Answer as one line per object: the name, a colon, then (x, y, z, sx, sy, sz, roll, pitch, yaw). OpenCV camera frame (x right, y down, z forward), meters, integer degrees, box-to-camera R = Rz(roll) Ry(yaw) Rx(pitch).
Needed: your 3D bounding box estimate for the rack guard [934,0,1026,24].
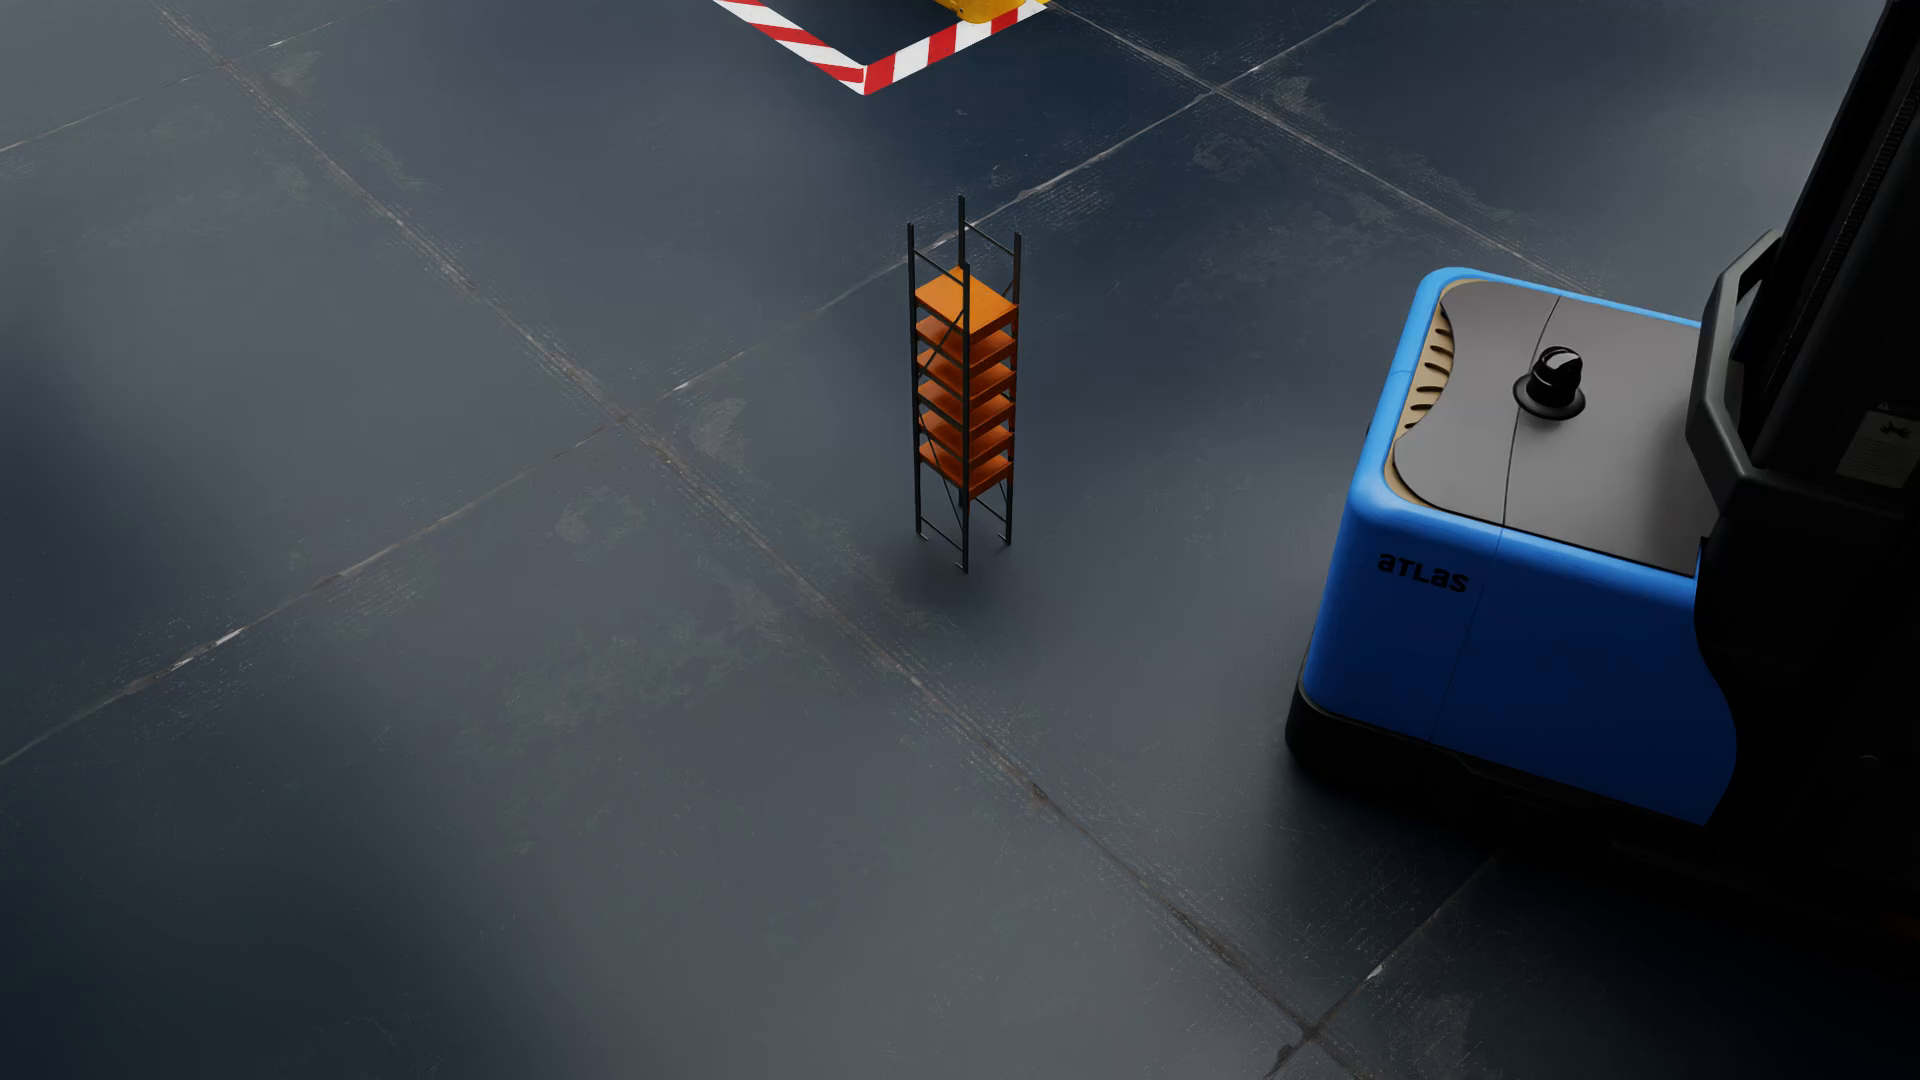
rack guard: (-0.194, -2.835, 7.526, 0.348, 0.500, 1.175, -34, 56, -27)

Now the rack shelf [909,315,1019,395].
rack shelf: (0.011, -0.547, 4.672, 0.180, 0.103, 0.258, -34, 56, -27)

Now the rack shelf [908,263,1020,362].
rack shelf: (0.011, -0.628, 4.584, 0.180, 0.103, 0.258, -34, 56, -27)

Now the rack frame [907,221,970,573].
rack frame: (-0.057, -0.369, 4.774, 0.006, 1.200, 0.240, -34, 56, -27)

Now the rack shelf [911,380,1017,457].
rack shelf: (0.011, -0.384, 4.848, 0.180, 0.103, 0.258, -34, 56, -27)

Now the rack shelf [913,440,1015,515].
rack shelf: (0.011, -0.221, 5.025, 0.180, 0.103, 0.258, -34, 56, -27)

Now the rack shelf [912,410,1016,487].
rack shelf: (0.011, -0.303, 4.936, 0.180, 0.103, 0.258, -34, 56, -27)

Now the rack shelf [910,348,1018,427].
rack shelf: (0.011, -0.465, 4.760, 0.180, 0.103, 0.258, -34, 56, -27)

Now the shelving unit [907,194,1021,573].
shelving unit: (0.011, -0.414, 4.816, 0.189, 1.200, 0.258, -34, 56, -27)

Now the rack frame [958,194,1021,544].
rack frame: (0.078, -0.459, 4.857, 0.006, 1.200, 0.240, -34, 56, -27)

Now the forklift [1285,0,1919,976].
forklift: (2.476, -0.289, 3.522, 3.031, 2.935, 1.130, 16, 49, 15)
